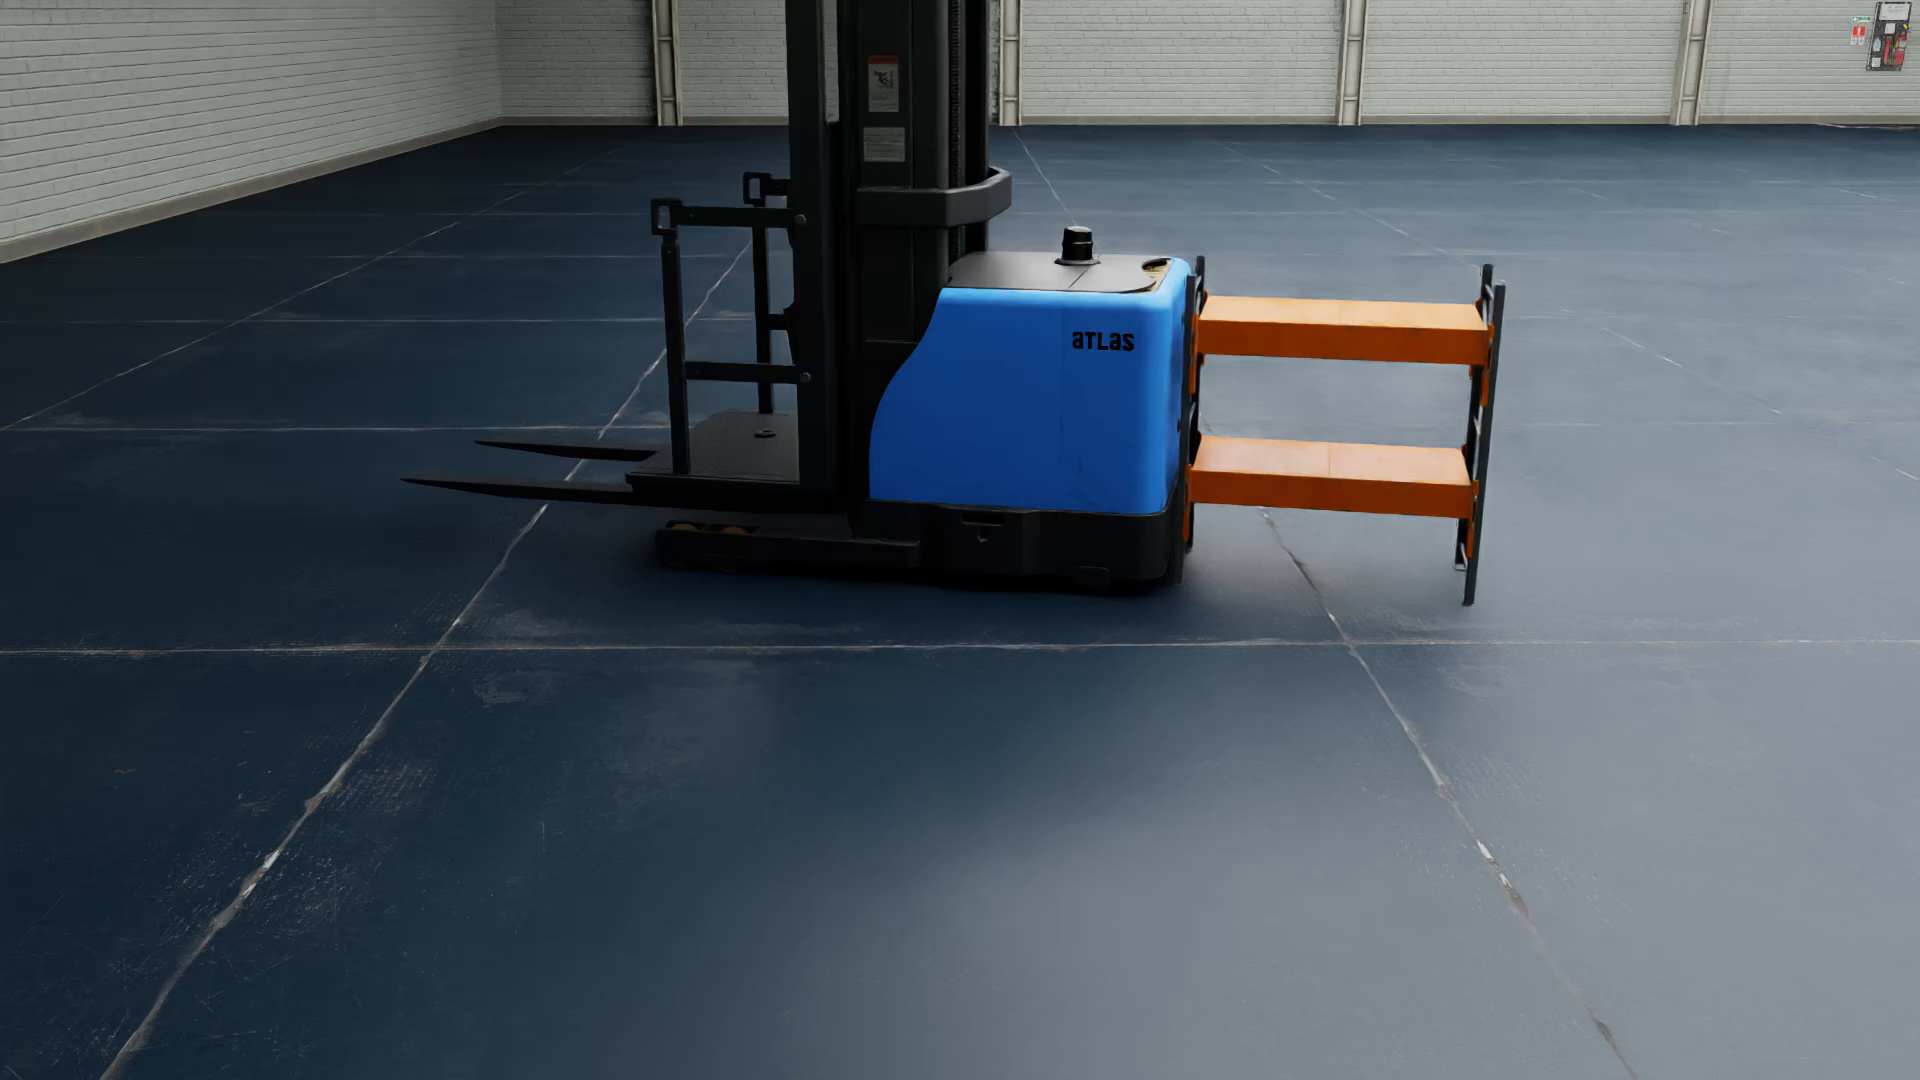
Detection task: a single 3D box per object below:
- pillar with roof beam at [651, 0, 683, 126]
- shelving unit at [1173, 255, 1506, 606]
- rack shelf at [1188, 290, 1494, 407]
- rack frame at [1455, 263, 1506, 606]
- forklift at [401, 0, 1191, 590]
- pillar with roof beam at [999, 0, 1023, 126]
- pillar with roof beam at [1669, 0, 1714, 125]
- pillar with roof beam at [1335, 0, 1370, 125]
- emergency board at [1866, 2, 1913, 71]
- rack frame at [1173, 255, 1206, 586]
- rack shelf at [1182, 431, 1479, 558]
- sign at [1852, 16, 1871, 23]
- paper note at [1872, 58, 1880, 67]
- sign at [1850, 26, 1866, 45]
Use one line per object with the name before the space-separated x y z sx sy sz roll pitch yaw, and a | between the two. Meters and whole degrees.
pillar with roof beam | -5.044 -10.291 23.896 0.400 9.000 9.100 0 18 -1
shelving unit | 1.339 -0.411 5.988 1.048 1.125 0.538 4 18 11
rack shelf | 1.339 -0.690 5.898 1.000 0.278 0.538 4 18 11
rack frame | 1.836 -0.379 5.887 0.032 1.125 0.500 4 18 11
forklift | -0.663 -1.429 6.205 3.031 2.935 1.130 4 18 11
pillar with roof beam | 0.956 -10.320 23.987 0.400 9.000 9.100 0 18 -1
pillar with roof beam | 12.954 -10.378 24.167 0.400 9.000 9.100 0 18 -1
pillar with roof beam | 6.955 -10.349 24.077 0.400 9.000 9.100 0 18 -1
emergency board | 16.414 -8.865 29.271 0.643 1.169 0.194 0 18 -1
rack frame | 0.841 -0.443 6.088 0.032 1.125 0.500 4 18 11
rack shelf | 1.339 -0.178 6.062 1.000 0.278 0.538 4 18 11
sign | 15.864 -9.160 29.266 0.331 0.109 0.001 0 18 -1
paper note | 16.236 -8.466 29.469 0.142 0.148 0.016 0 18 -1
sign | 15.860 -8.911 29.356 0.234 0.329 0.001 0 18 -1
